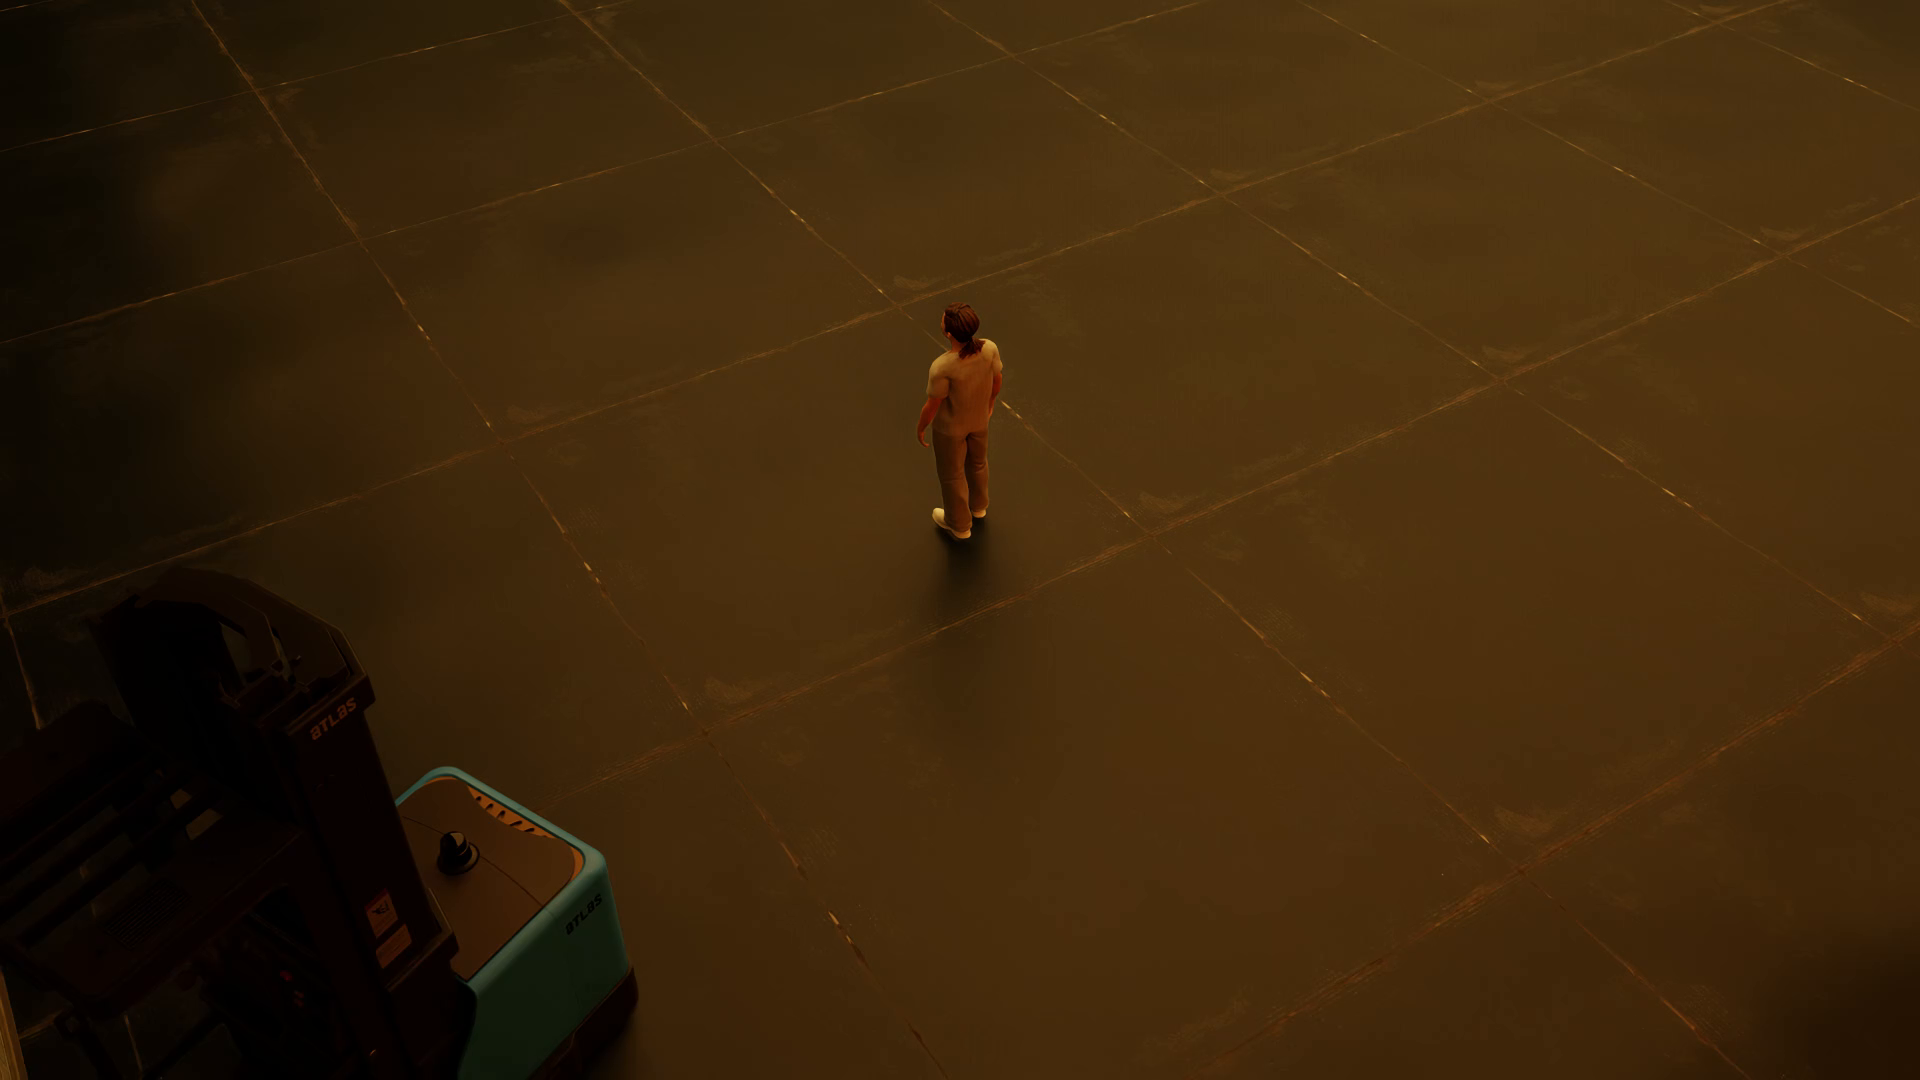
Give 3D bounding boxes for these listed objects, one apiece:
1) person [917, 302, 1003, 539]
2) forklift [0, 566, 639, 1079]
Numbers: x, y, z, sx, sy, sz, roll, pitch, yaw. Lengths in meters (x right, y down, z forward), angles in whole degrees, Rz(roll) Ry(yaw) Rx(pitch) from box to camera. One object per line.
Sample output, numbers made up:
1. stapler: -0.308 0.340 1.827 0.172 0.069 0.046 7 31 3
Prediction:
1. person: -0.028 -0.712 9.567 0.549 1.675 0.549 -23 46 -24
2. forklift: -2.697 1.666 5.965 1.130 2.935 3.031 23 46 24
